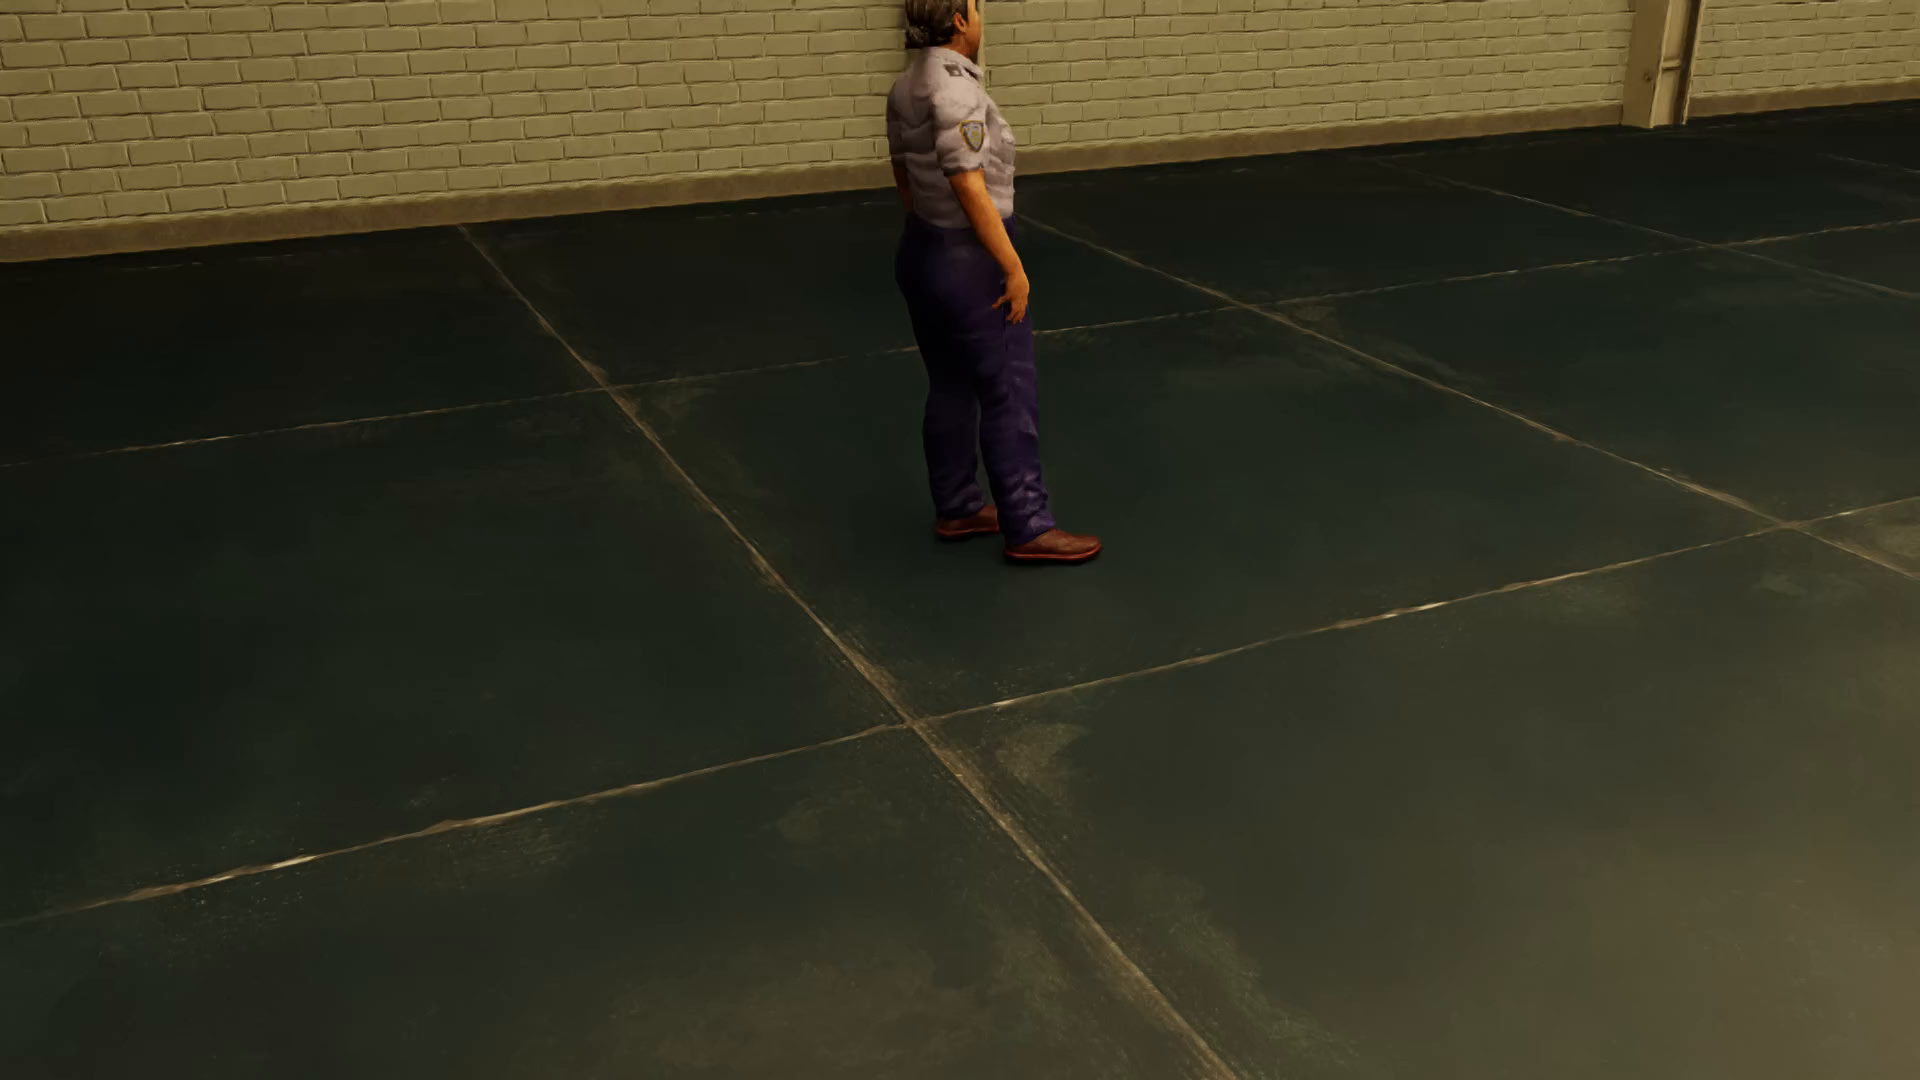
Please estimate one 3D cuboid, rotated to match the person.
[{"bbox_3d":[0.091,-0.774,4.804,0.502,1.650,0.599,-10,25,-23],"label":"person"}]
